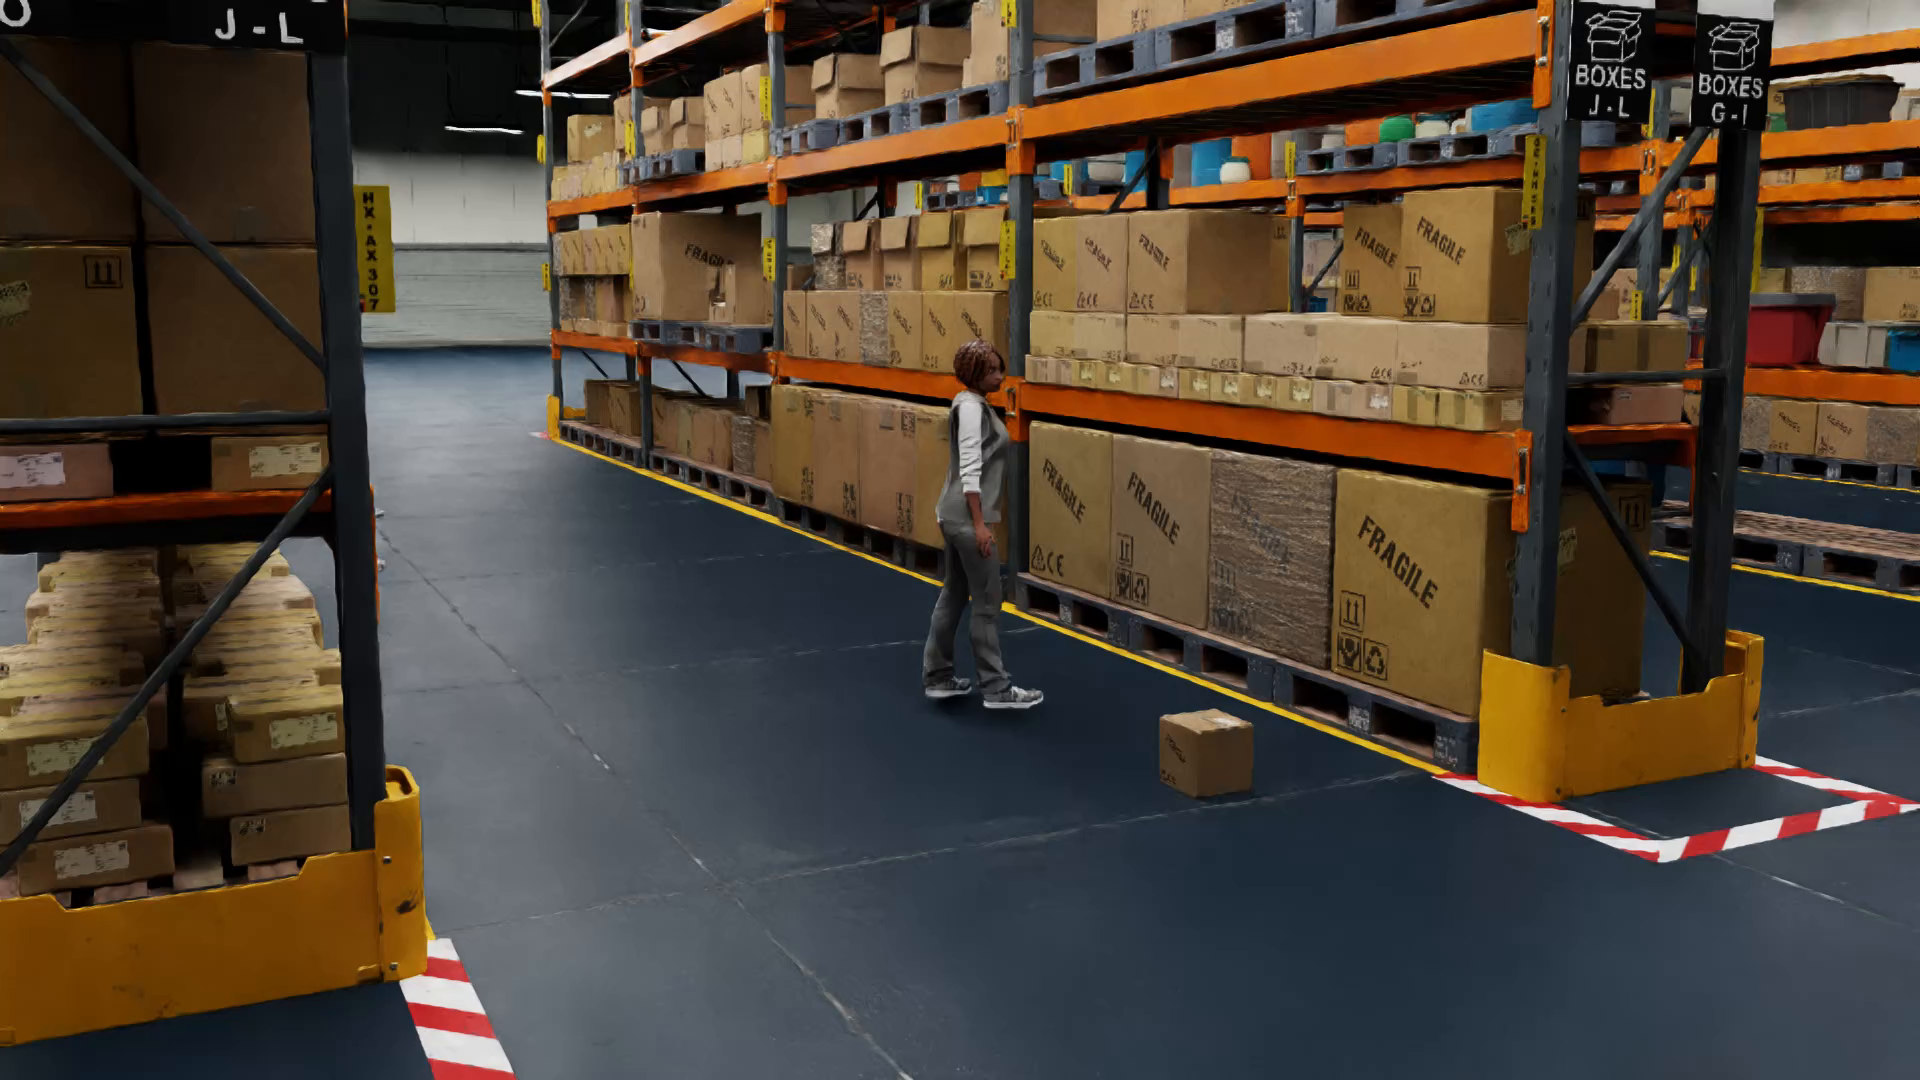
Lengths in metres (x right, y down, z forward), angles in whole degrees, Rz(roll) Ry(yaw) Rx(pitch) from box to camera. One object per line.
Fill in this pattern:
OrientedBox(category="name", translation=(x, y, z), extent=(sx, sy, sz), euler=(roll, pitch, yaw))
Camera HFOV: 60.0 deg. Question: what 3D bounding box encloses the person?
OrientedBox(category="person", translation=(0.099, -0.067, 7.170), extent=(0.529, 1.593, 0.524), euler=(-1, 9, -4))
